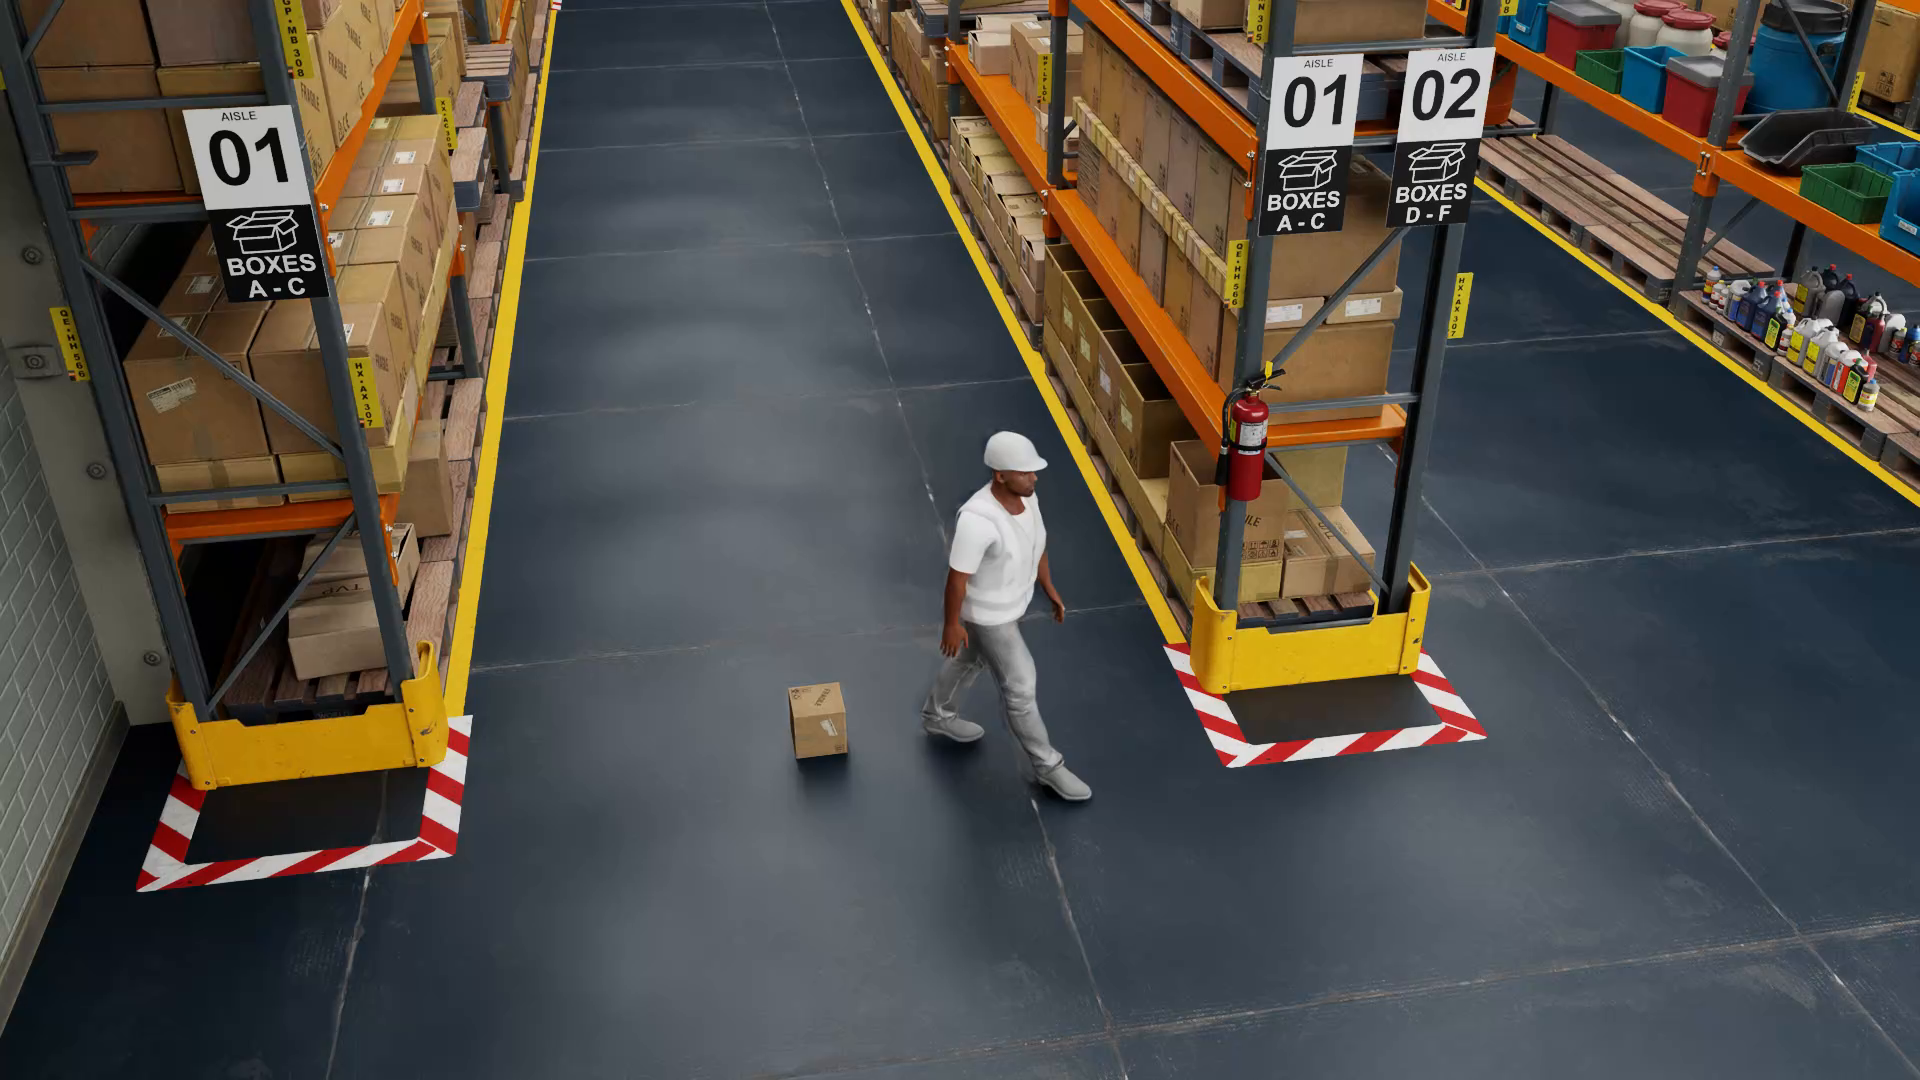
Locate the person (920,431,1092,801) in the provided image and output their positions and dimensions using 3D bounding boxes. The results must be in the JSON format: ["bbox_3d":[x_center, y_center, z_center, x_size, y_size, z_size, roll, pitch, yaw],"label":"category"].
[{"bbox_3d":[0.240,0.292,7.595,0.946,1.714,0.586,12,32,19],"label":"person"}]
